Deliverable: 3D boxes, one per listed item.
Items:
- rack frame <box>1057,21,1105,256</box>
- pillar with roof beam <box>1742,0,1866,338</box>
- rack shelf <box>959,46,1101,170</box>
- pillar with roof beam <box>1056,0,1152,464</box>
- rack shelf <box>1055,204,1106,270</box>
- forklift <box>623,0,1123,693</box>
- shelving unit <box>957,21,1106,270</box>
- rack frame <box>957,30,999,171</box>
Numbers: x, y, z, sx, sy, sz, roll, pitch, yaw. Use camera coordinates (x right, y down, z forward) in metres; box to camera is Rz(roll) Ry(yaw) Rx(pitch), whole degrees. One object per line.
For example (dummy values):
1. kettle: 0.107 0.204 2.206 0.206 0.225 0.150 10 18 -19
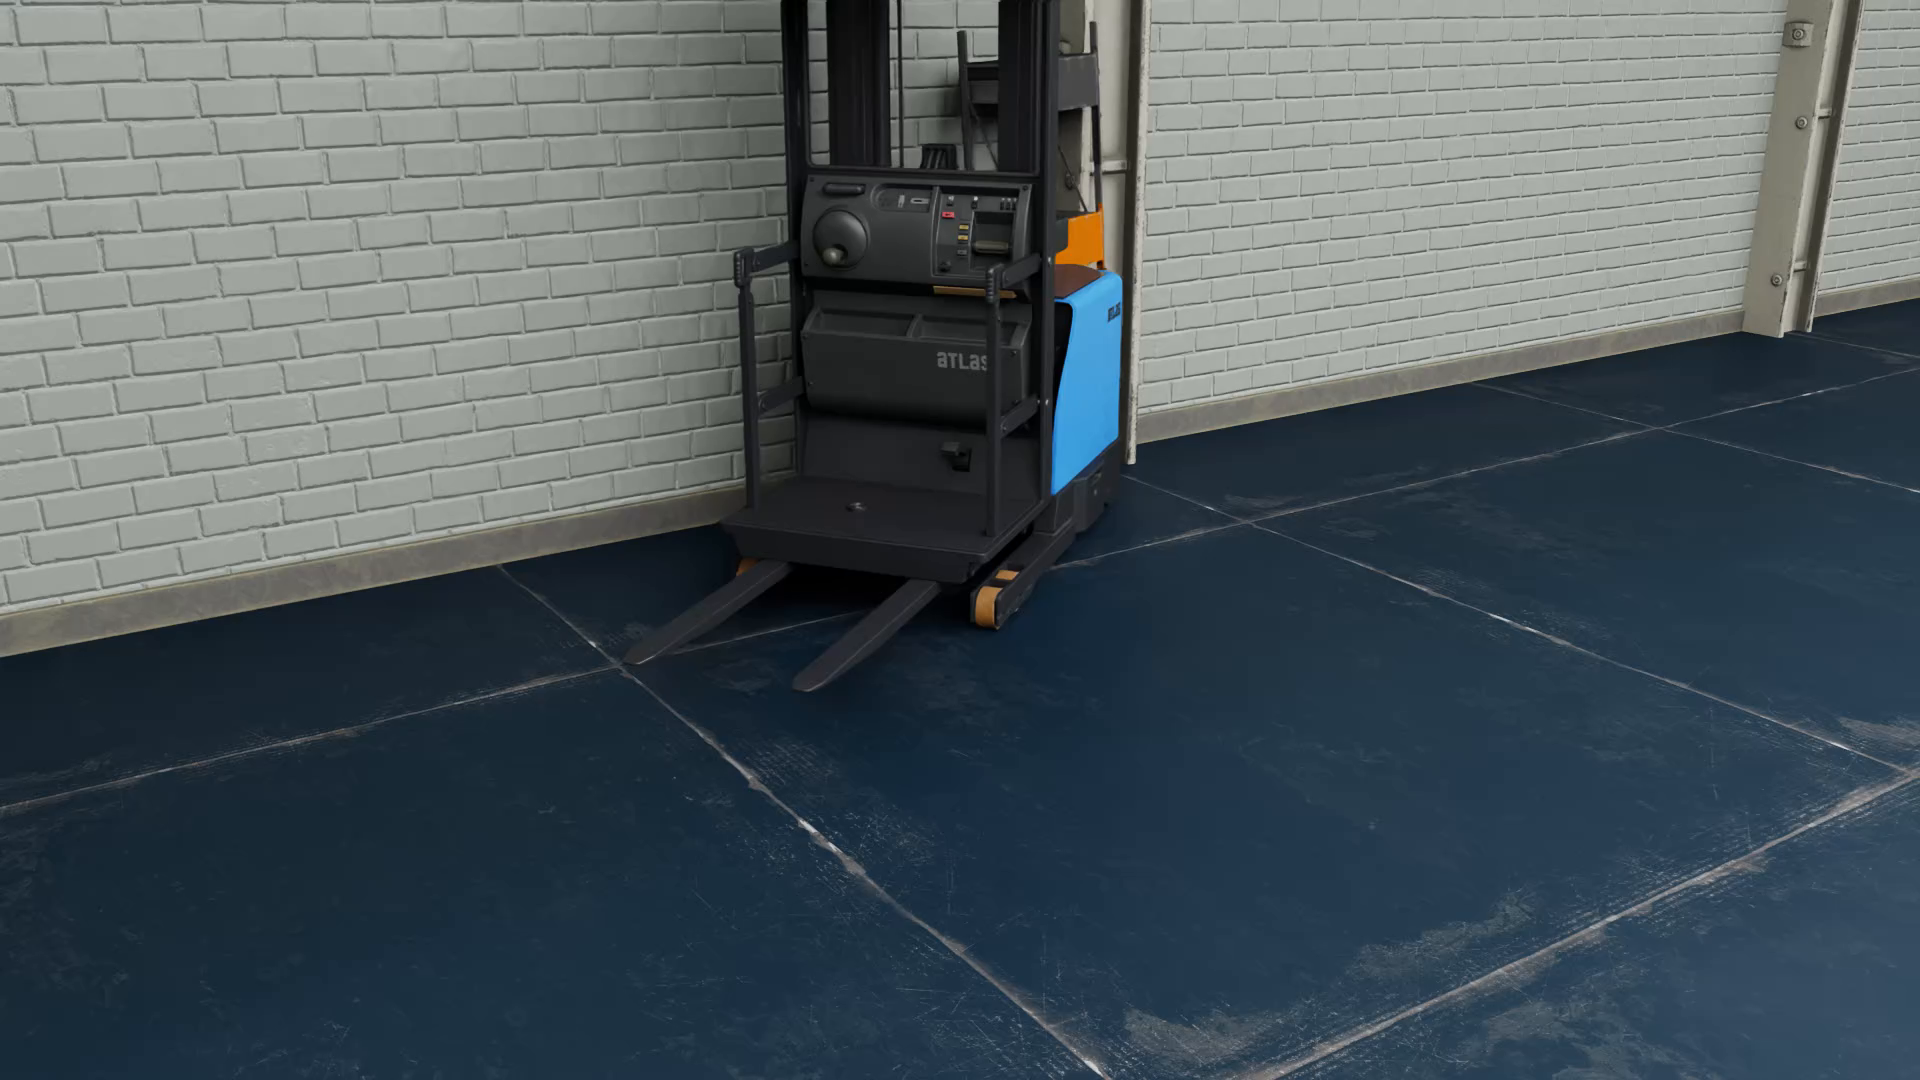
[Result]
1. rack frame: 0.517 -1.350 7.871 0.400 2.100 0.015 11 23 38
2. pillar with roof beam: 8.021 -4.564 6.695 0.400 9.000 9.100 -12 22 -31
3. rack shelf: 0.322 -1.934 7.481 0.431 0.518 0.480 11 23 38
4. pillar with roof beam: 3.010 -3.507 3.569 0.400 9.000 9.100 -12 22 -31
5. rack shelf: 0.364 -1.269 7.698 0.431 0.518 0.480 11 23 38
6. forklift: -0.249 -1.199 6.216 1.130 2.935 3.031 7 20 19
7. shelving unit: 0.363 -1.282 7.694 0.431 2.100 0.503 11 23 38
8. rack frame: 0.209 -1.215 7.517 0.400 2.100 0.015 11 23 38
